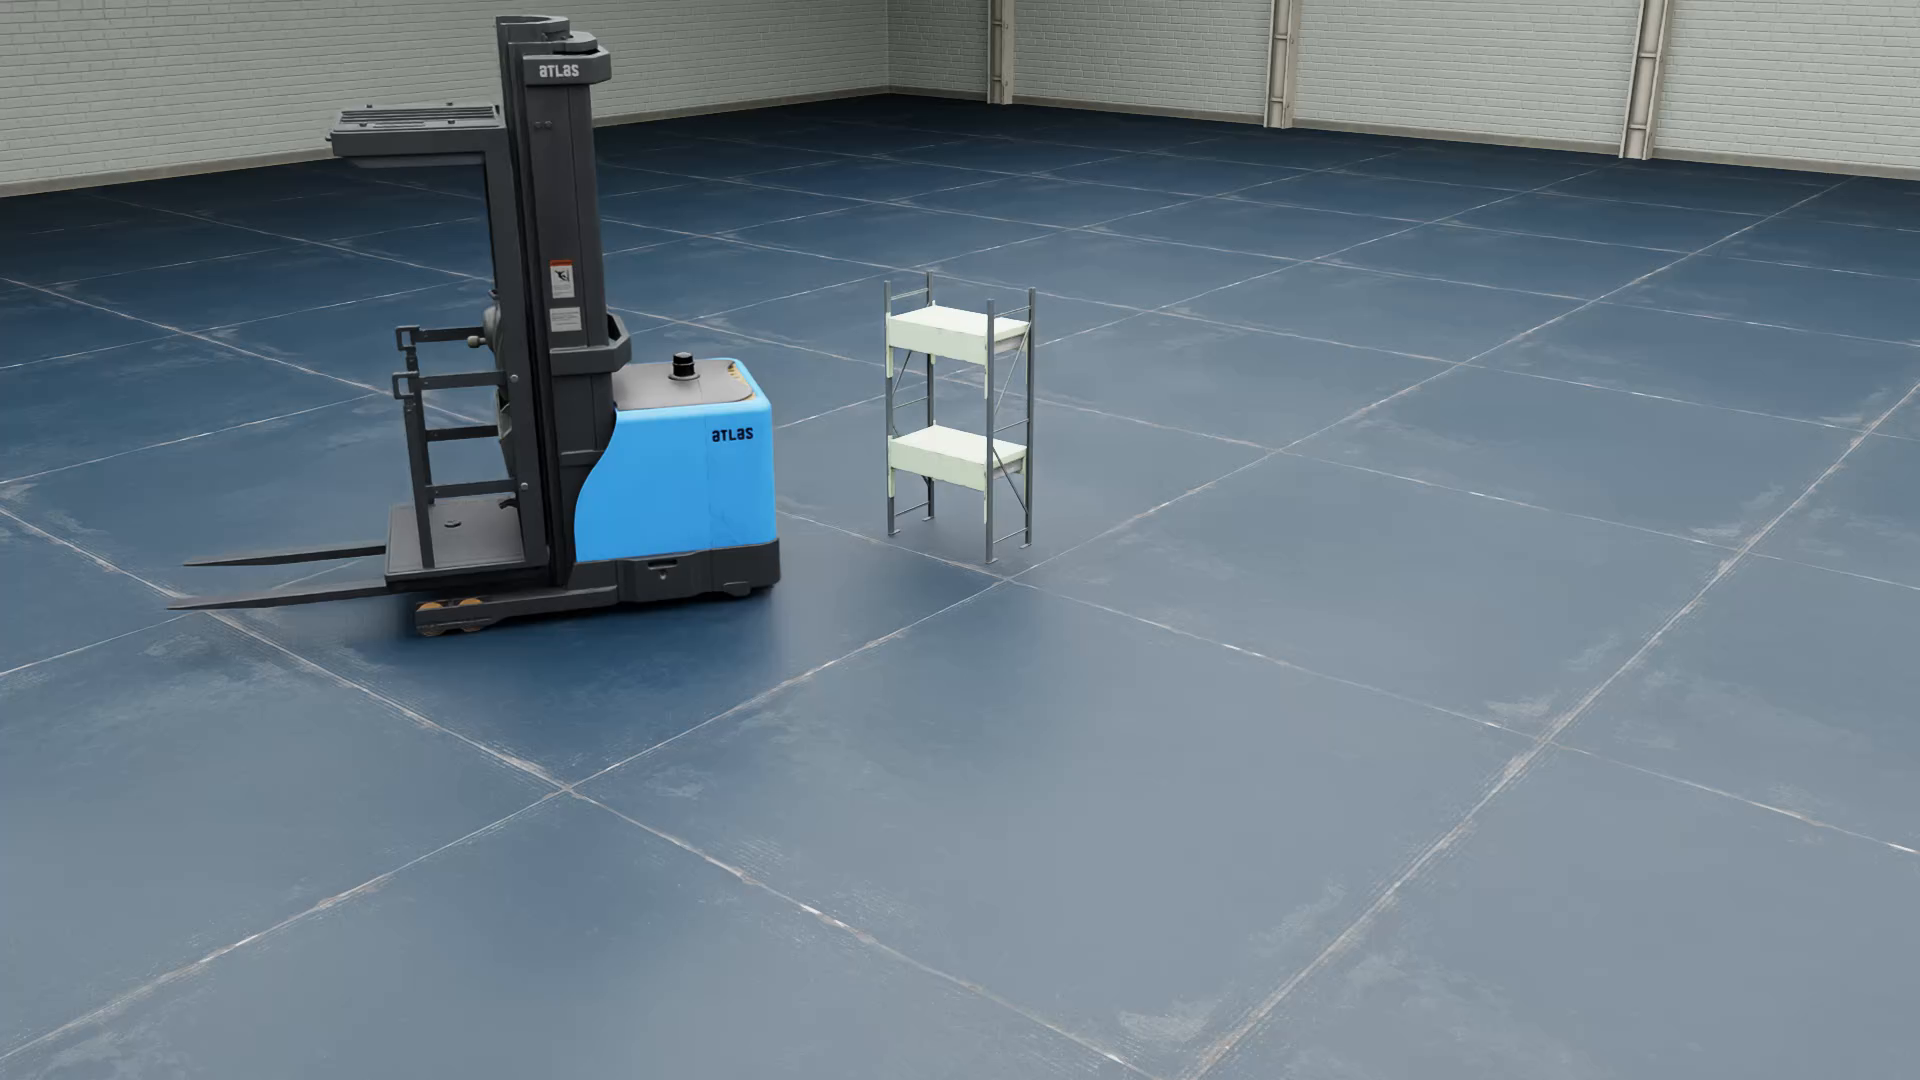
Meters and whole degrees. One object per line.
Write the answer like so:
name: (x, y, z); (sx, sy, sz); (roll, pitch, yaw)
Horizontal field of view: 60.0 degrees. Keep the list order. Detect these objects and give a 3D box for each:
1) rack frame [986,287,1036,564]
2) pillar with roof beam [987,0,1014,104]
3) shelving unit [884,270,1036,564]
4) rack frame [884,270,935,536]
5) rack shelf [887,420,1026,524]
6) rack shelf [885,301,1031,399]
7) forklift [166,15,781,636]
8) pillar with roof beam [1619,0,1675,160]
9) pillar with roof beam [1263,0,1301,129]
rack frame: (0.278, -0.622, 9.191); (0.023, 1.500, 0.400); (16, 26, 36)
pillar with roof beam: (-1.953, -11.408, 27.168); (0.400, 9.000, 9.100); (16, 26, 36)
shelving unit: (-0.005, -0.703, 9.407); (0.755, 1.500, 0.431); (16, 26, 36)
rack frame: (-0.289, -0.785, 9.624); (0.023, 1.500, 0.400); (16, 26, 36)
rack shelf: (-0.005, -0.398, 9.523); (0.720, 0.370, 0.431); (16, 26, 36)
rack shelf: (-0.005, -1.068, 9.270); (0.720, 0.370, 0.431); (16, 26, 36)
forklift: (-2.536, -1.094, 8.415); (3.031, 2.935, 1.130); (-6, 21, -16)
pillar with roof beam: (7.344, -8.731, 20.068); (0.400, 9.000, 9.100); (16, 26, 36)
pillar with roof beam: (2.695, -10.070, 23.618); (0.400, 9.000, 9.100); (16, 26, 36)
